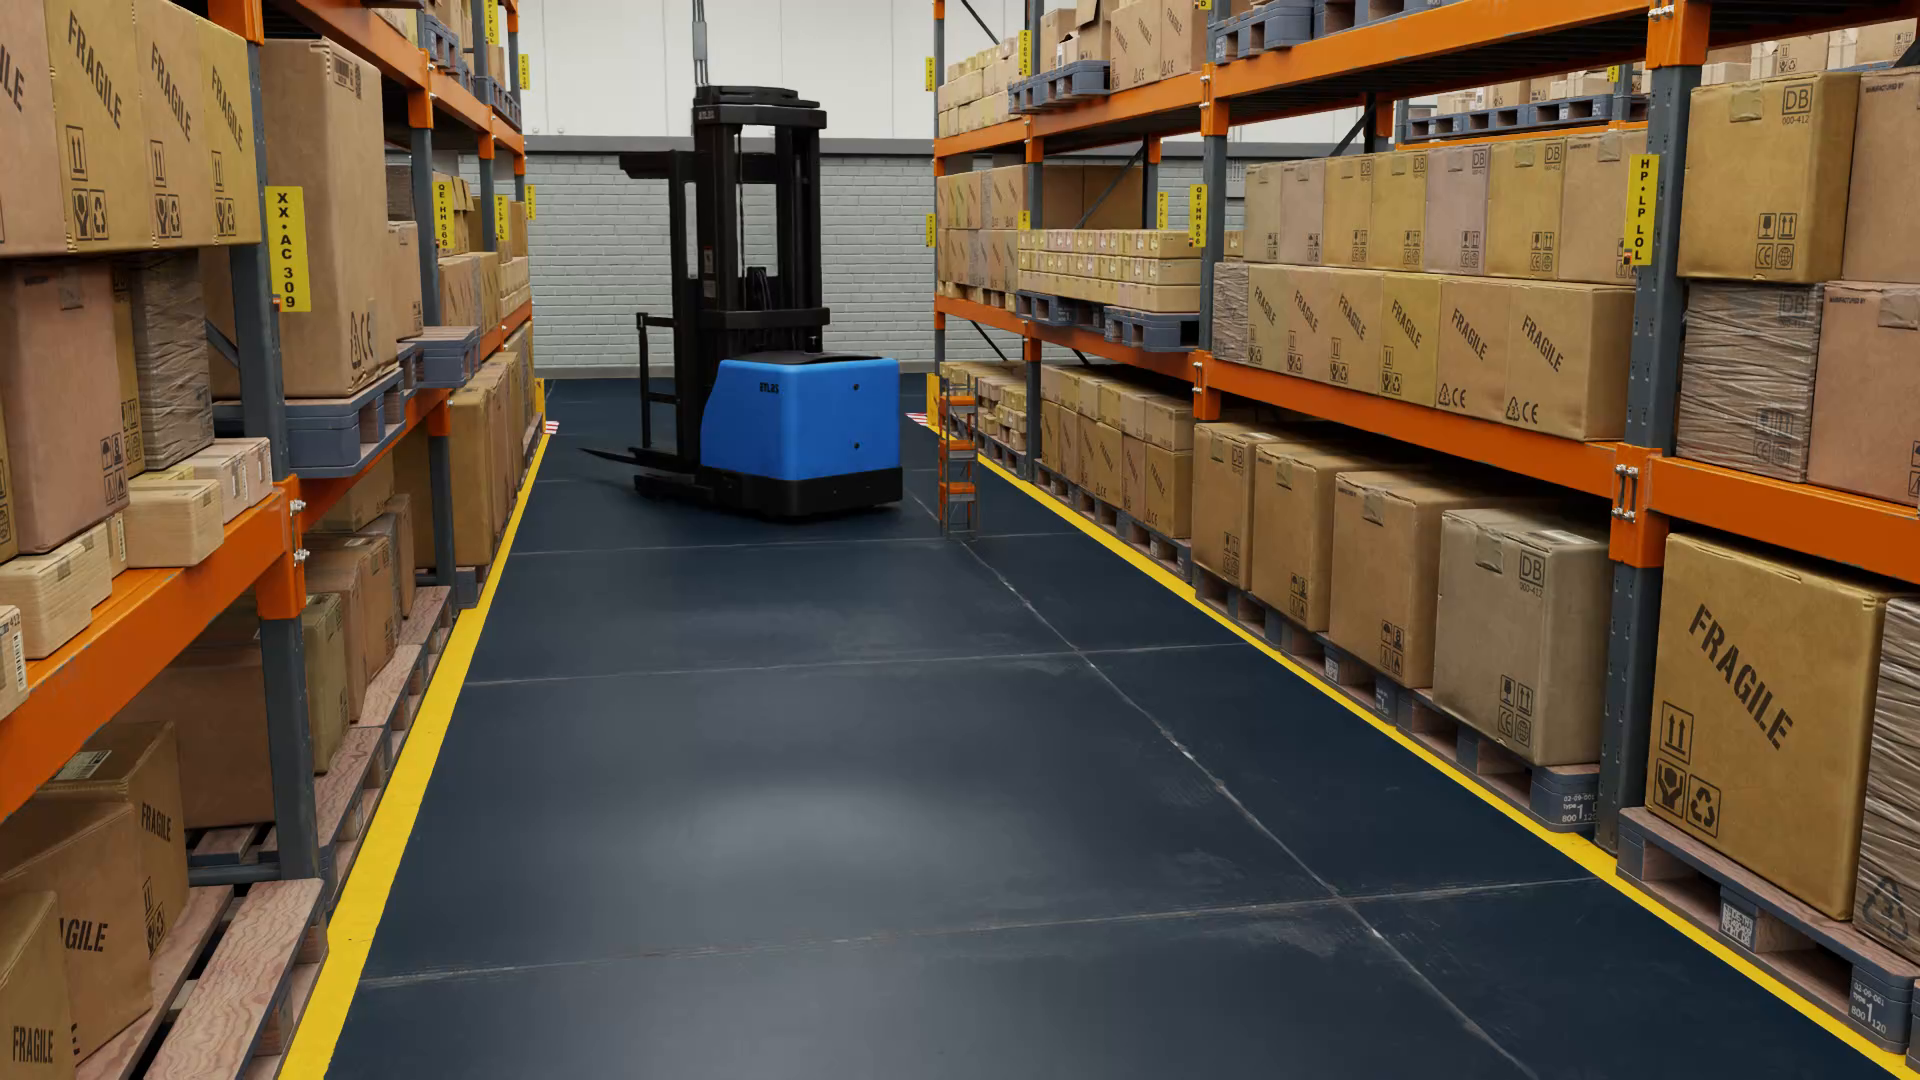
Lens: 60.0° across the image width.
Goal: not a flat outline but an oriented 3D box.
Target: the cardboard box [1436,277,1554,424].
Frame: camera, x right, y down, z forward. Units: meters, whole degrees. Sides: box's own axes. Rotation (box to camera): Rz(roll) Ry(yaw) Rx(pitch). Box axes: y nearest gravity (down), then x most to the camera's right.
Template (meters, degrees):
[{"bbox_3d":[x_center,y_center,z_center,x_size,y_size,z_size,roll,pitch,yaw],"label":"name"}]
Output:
[{"bbox_3d":[2.116,-0.710,6.136,0.500,0.500,0.500,-2,11,-12],"label":"cardboard box"}]

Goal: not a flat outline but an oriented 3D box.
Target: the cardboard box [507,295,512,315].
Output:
[{"bbox_3d":[-3.698,-1.827,12.945,0.380,0.149,0.250,-2,11,-9],"label":"cardboard box"}]

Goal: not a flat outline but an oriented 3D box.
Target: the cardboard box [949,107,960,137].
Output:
[{"bbox_3d":[0.178,-3.894,15.514,0.500,0.250,0.500,-2,11,-9],"label":"cardboard box"}]

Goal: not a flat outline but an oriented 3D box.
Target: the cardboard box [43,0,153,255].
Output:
[{"bbox_3d":[-1.755,-0.751,2.882,0.500,0.500,0.500,-2,11,-11],"label":"cardboard box"}]

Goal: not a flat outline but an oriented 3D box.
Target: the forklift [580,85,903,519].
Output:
[{"bbox_3d":[-1.783,-1.795,12.289,1.130,2.935,3.031,-10,15,-42],"label":"forklift"}]

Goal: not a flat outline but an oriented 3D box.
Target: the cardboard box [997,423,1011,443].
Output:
[{"bbox_3d":[0.528,-0.912,13.965,0.380,0.149,0.250,-2,11,-13],"label":"cardboard box"}]

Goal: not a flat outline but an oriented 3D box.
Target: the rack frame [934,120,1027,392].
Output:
[{"bbox_3d":[0.244,-2.683,16.770,1.000,3.000,0.127,-2,11,-11],"label":"rack frame"}]

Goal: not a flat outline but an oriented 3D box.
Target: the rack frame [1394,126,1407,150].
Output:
[{"bbox_3d":[5.080,-2.882,17.814,1.000,3.000,0.127,-2,11,-11],"label":"rack frame"}]

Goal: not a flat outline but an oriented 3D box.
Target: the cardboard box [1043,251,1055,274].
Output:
[{"bbox_3d":[0.801,-1.947,11.657,0.380,0.149,0.250,-3,11,-13],"label":"cardboard box"}]

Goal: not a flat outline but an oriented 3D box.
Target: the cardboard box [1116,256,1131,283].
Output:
[{"bbox_3d":[1.150,-1.616,9.917,0.380,0.149,0.250,-2,11,-10],"label":"cardboard box"}]

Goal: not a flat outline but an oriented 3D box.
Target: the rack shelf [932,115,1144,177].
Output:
[{"bbox_3d":[0.633,-3.436,14.630,1.077,0.370,4.000,-2,11,-11],"label":"rack shelf"}]

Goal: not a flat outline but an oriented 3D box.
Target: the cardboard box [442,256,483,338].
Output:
[{"bbox_3d":[-3.214,-1.482,10.194,0.500,0.500,0.500,-2,11,-11],"label":"cardboard box"}]

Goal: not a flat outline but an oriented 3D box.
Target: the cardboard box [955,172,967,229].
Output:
[{"bbox_3d":[0.254,-3.089,15.166,0.500,0.500,0.500,-2,11,-12],"label":"cardboard box"}]

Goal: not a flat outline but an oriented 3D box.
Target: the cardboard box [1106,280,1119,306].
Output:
[{"bbox_3d":[1.111,-1.511,10.162,0.380,0.149,0.250,-2,11,-12],"label":"cardboard box"}]

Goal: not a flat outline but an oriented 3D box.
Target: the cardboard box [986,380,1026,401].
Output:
[{"bbox_3d":[0.436,-1.291,14.366,0.380,0.149,0.250,-3,11,-14],"label":"cardboard box"}]

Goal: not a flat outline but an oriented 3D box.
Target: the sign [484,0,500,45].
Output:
[{"bbox_3d":[-3.333,-3.691,11.821,0.100,0.325,0.005,-2,11,-11],"label":"sign"}]

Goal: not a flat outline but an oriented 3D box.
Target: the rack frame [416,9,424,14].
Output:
[{"bbox_3d":[-3.085,-4.001,7.650,1.000,3.000,0.127,-2,11,-11],"label":"rack frame"}]

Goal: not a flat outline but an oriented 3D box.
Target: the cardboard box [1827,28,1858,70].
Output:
[{"bbox_3d":[6.024,-3.268,11.058,0.396,0.266,0.258,-2,11,-12],"label":"cardboard box"}]

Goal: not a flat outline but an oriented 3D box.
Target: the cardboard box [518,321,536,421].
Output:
[{"bbox_3d":[-4.438,-1.569,15.478,0.875,0.875,0.875,-2,11,-11],"label":"cardboard box"}]

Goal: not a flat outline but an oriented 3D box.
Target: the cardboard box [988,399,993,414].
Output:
[{"bbox_3d":[0.461,-1.191,14.636,0.380,0.149,0.250,-3,11,-14],"label":"cardboard box"}]

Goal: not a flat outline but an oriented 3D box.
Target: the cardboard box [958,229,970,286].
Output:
[{"bbox_3d":[0.272,-2.598,15.263,0.500,0.500,0.500,-2,11,-10],"label":"cardboard box"}]

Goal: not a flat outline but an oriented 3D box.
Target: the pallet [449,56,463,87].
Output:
[{"bbox_3d":[-3.483,-2.756,9.636,1.003,0.211,1.213,-2,11,-8],"label":"pallet"}]

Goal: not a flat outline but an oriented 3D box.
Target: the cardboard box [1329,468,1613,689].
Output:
[{"bbox_3d":[2.185,0.129,6.890,1.050,0.750,0.750,-2,11,-11],"label":"cardboard box"}]

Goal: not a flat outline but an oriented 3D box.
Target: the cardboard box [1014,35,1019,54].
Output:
[{"bbox_3d":[0.631,-3.886,13.068,0.380,0.149,0.250,-2,11,-10],"label":"cardboard box"}]

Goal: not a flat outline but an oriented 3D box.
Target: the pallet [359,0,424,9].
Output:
[{"bbox_3d":[-2.528,-2.009,5.708,1.213,0.211,1.003,-2,11,-11],"label":"pallet"}]

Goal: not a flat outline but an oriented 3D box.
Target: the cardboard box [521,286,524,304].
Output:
[{"bbox_3d":[-4.049,-2.157,14.680,0.380,0.149,0.250,-2,11,-12],"label":"cardboard box"}]

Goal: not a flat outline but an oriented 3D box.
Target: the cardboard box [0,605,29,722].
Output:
[{"bbox_3d":[-1.548,0.197,2.310,0.380,0.149,0.250,-2,11,-11],"label":"cardboard box"}]

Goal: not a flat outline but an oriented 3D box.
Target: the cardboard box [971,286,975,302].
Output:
[{"bbox_3d":[0.309,-2.252,15.180,0.380,0.149,0.250,-2,11,-12],"label":"cardboard box"}]

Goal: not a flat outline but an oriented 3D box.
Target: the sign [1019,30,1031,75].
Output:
[{"bbox_3d":[0.491,-3.656,12.476,0.100,0.325,0.005,-2,11,-11],"label":"sign"}]

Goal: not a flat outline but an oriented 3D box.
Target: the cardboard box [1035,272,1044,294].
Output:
[{"bbox_3d":[0.752,-1.847,11.925,0.380,0.149,0.250,-2,11,-11],"label":"cardboard box"}]

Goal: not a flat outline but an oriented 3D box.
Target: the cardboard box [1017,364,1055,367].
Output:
[{"bbox_3d":[0.763,-1.602,16.002,0.380,0.149,0.250,-2,11,-12],"label":"cardboard box"}]

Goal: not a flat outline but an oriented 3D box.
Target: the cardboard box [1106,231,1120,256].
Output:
[{"bbox_3d":[1.101,-1.807,10.126,0.380,0.149,0.250,-2,11,-9],"label":"cardboard box"}]

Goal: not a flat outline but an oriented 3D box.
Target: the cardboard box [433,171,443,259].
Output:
[{"bbox_3d":[-3.336,-1.850,9.444,0.797,0.503,0.637,-2,11,-10],"label":"cardboard box"}]

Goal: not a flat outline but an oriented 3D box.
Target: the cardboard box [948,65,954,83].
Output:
[{"bbox_3d":[0.096,-4.357,15.540,0.380,0.149,0.250,-2,11,-11],"label":"cardboard box"}]

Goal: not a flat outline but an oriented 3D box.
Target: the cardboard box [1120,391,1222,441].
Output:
[{"bbox_3d":[1.301,-0.771,10.279,0.500,0.250,0.500,-2,11,-10],"label":"cardboard box"}]

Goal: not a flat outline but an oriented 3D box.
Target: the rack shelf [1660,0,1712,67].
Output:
[{"bbox_3d":[2.967,-1.235,3.067,1.077,0.370,4.000,-2,11,-11],"label":"rack shelf"}]

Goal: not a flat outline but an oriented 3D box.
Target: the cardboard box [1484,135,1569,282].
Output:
[{"bbox_3d":[2.373,-1.208,6.077,0.700,0.500,0.500,-2,11,-12],"label":"cardboard box"}]

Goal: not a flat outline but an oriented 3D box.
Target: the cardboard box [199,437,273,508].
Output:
[{"bbox_3d":[-1.977,-0.168,4.229,0.380,0.149,0.250,-2,11,-11],"label":"cardboard box"}]

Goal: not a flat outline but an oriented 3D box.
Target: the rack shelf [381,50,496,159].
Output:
[{"bbox_3d":[-3.474,-2.541,9.925,1.077,0.370,4.000,-2,11,-11],"label":"rack shelf"}]

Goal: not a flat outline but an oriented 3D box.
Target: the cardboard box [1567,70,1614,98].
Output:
[{"bbox_3d":[5.419,-3.916,14.197,0.396,0.266,0.258,-2,11,-9],"label":"cardboard box"}]

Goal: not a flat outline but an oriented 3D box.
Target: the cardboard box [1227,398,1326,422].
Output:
[{"bbox_3d":[1.903,-0.698,9.897,0.500,0.250,0.500,-3,11,-14],"label":"cardboard box"}]

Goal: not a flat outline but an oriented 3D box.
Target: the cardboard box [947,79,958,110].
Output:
[{"bbox_3d":[0.177,-4.143,15.482,0.500,0.250,0.500,-2,11,-12],"label":"cardboard box"}]

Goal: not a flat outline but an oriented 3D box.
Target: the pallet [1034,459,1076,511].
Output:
[{"bbox_3d":[1.175,-0.437,12.427,1.003,0.211,1.213,-2,11,-11],"label":"pallet"}]

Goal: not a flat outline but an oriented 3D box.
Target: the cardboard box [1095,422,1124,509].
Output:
[{"bbox_3d":[1.199,-0.497,10.848,0.500,0.500,0.500,-3,11,-14],"label":"cardboard box"}]

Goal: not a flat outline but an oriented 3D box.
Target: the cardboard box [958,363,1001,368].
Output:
[{"bbox_3d":[0.184,-1.626,16.130,0.380,0.149,0.250,-2,11,-10],"label":"cardboard box"}]

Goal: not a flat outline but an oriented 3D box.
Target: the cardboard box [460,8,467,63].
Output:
[{"bbox_3d":[-4.074,-3.707,12.470,0.700,0.500,0.500,-3,11,-14],"label":"cardboard box"}]

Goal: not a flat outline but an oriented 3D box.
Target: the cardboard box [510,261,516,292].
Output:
[{"bbox_3d":[-3.896,-2.142,13.533,0.500,0.250,0.500,-2,11,-10],"label":"cardboard box"}]

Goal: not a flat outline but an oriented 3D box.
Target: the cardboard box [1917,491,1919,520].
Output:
[{"bbox_3d":[2.780,-0.285,3.771,0.875,0.550,0.550,-2,11,-11],"label":"cardboard box"}]

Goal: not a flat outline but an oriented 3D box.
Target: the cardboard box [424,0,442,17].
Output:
[{"bbox_3d":[-3.504,-3.158,9.846,0.797,0.503,0.637,-2,11,-12],"label":"cardboard box"}]

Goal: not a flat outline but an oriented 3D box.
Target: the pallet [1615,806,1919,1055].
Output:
[{"bbox_3d":[2.649,1.030,4.720,1.003,0.211,1.213,-2,11,-11],"label":"pallet"}]

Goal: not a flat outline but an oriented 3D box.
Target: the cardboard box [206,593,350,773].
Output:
[{"bbox_3d":[-2.480,0.490,5.608,0.700,0.500,0.500,-2,11,-11],"label":"cardboard box"}]

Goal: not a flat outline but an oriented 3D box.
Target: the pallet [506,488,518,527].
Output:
[{"bbox_3d":[-3.639,-0.279,11.597,1.003,0.211,1.213,-2,11,-11],"label":"pallet"}]

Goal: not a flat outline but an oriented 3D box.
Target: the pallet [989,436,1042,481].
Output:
[{"bbox_3d":[0.856,-0.701,13.817,1.003,0.211,1.213,-2,11,-11],"label":"pallet"}]

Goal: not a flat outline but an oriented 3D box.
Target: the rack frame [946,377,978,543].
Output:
[{"bbox_3d":[0.013,-0.503,10.532,0.200,1.050,0.008,-2,11,-11],"label":"rack frame"}]

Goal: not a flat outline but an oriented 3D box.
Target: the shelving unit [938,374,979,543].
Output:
[{"bbox_3d":[-0.010,-0.526,10.650,0.215,1.050,0.252,-2,11,-11],"label":"shelving unit"}]

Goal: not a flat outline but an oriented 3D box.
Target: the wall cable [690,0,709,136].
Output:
[{"bbox_3d":[-2.360,-8.211,21.166,2.277,5.999,0.120,-2,11,-11],"label":"wall cable"}]

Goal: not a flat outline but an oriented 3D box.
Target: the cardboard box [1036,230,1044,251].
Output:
[{"bbox_3d":[0.755,-2.138,11.862,0.380,0.149,0.250,-2,11,-11],"label":"cardboard box"}]
